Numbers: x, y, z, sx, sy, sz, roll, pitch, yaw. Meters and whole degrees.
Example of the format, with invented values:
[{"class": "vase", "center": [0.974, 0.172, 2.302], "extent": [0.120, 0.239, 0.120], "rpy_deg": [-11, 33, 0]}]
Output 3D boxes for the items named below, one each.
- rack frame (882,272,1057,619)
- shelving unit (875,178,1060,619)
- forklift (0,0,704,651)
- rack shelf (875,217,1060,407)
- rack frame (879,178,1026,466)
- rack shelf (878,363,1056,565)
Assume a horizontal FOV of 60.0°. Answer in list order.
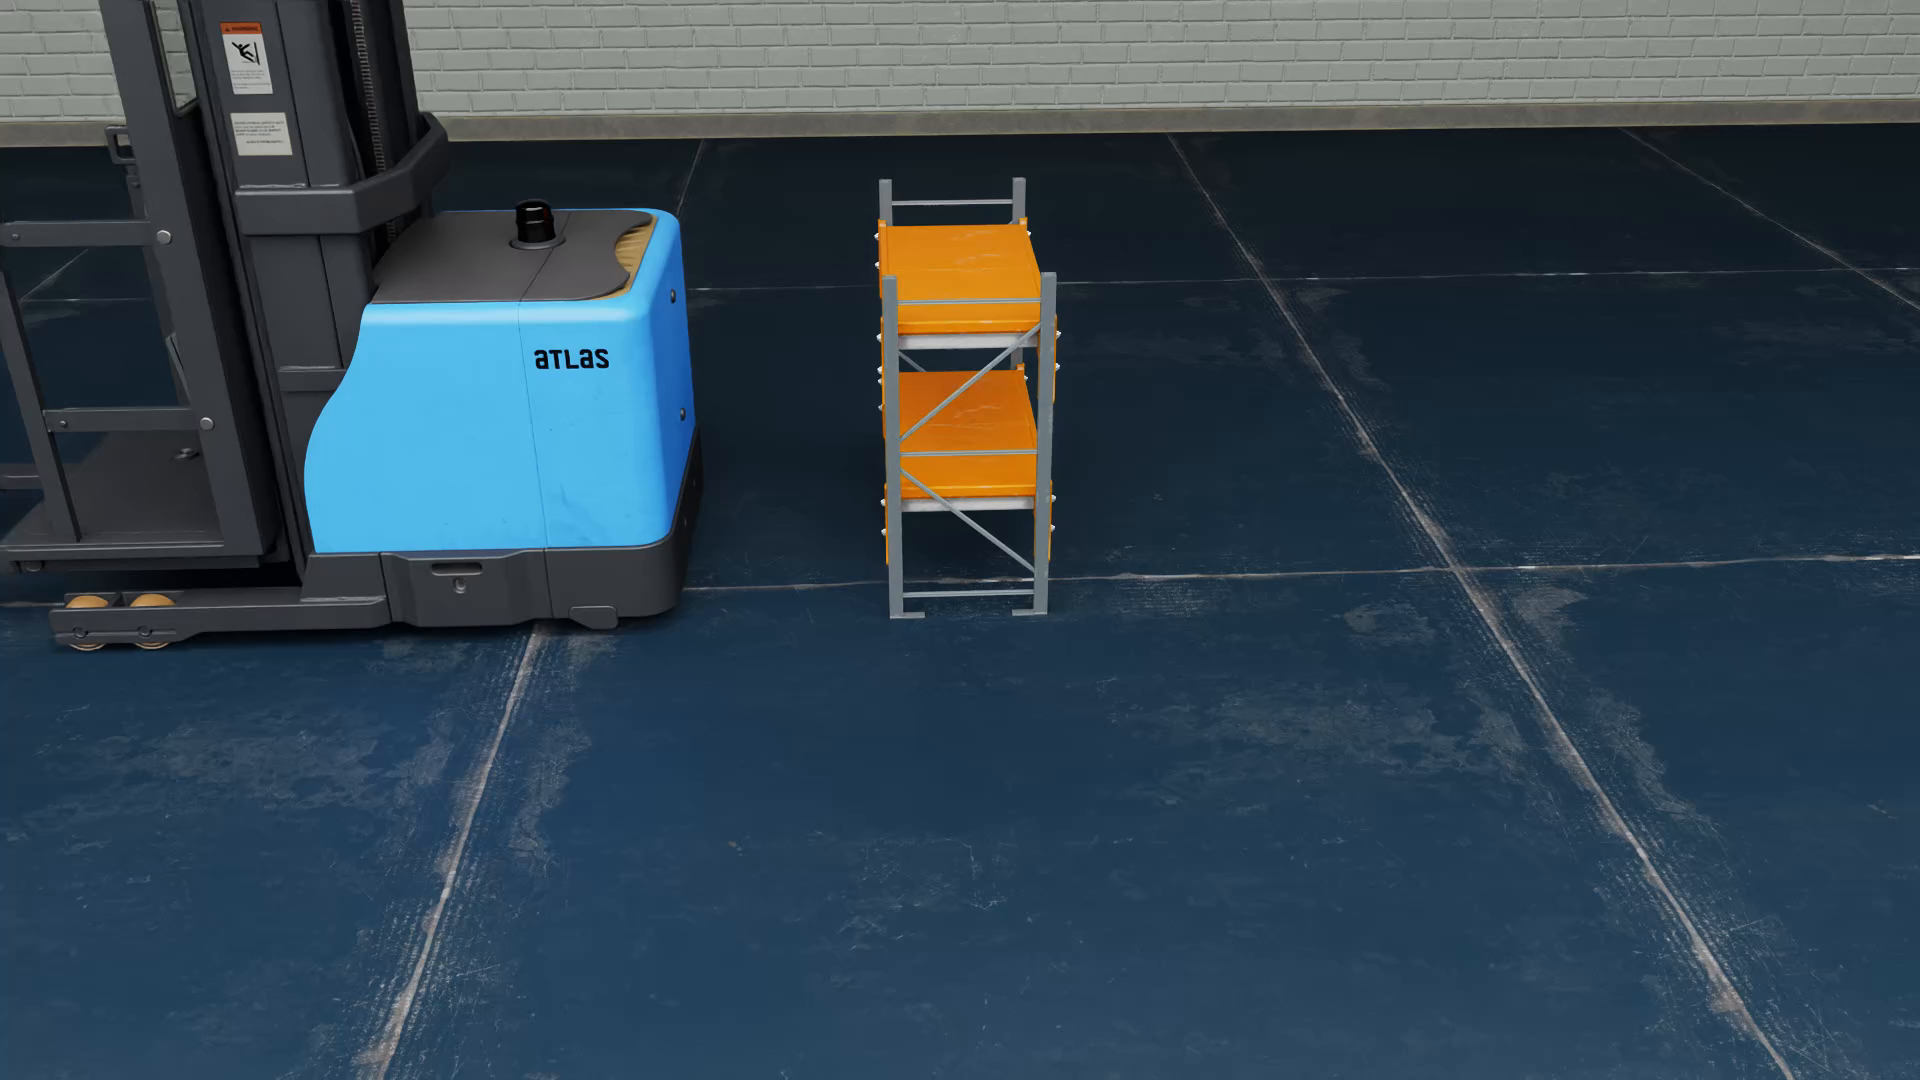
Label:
[{"class": "rack frame", "center": [0.027, -0.261, 5.034], "extent": [0.500, 1.125, 0.032], "rpy_deg": [-1, 28, -3]}, {"class": "shelving unit", "center": [0.000, -0.496, 5.484], "extent": [0.538, 1.125, 1.048], "rpy_deg": [-1, 28, -3]}, {"class": "forklift", "center": [-2.415, -1.211, 4.903], "extent": [3.031, 2.935, 1.130], "rpy_deg": [-1, 28, -2]}, {"class": "rack shelf", "center": [0.000, -0.755, 5.349], "extent": [0.538, 0.278, 1.000], "rpy_deg": [-1, 28, -3]}, {"class": "rack frame", "center": [-0.026, -0.730, 5.934], "extent": [0.500, 1.125, 0.032], "rpy_deg": [-1, 28, -3]}, {"class": "rack shelf", "center": [0.000, -0.279, 5.597], "extent": [0.538, 0.278, 1.000], "rpy_deg": [-1, 28, -3]}]
